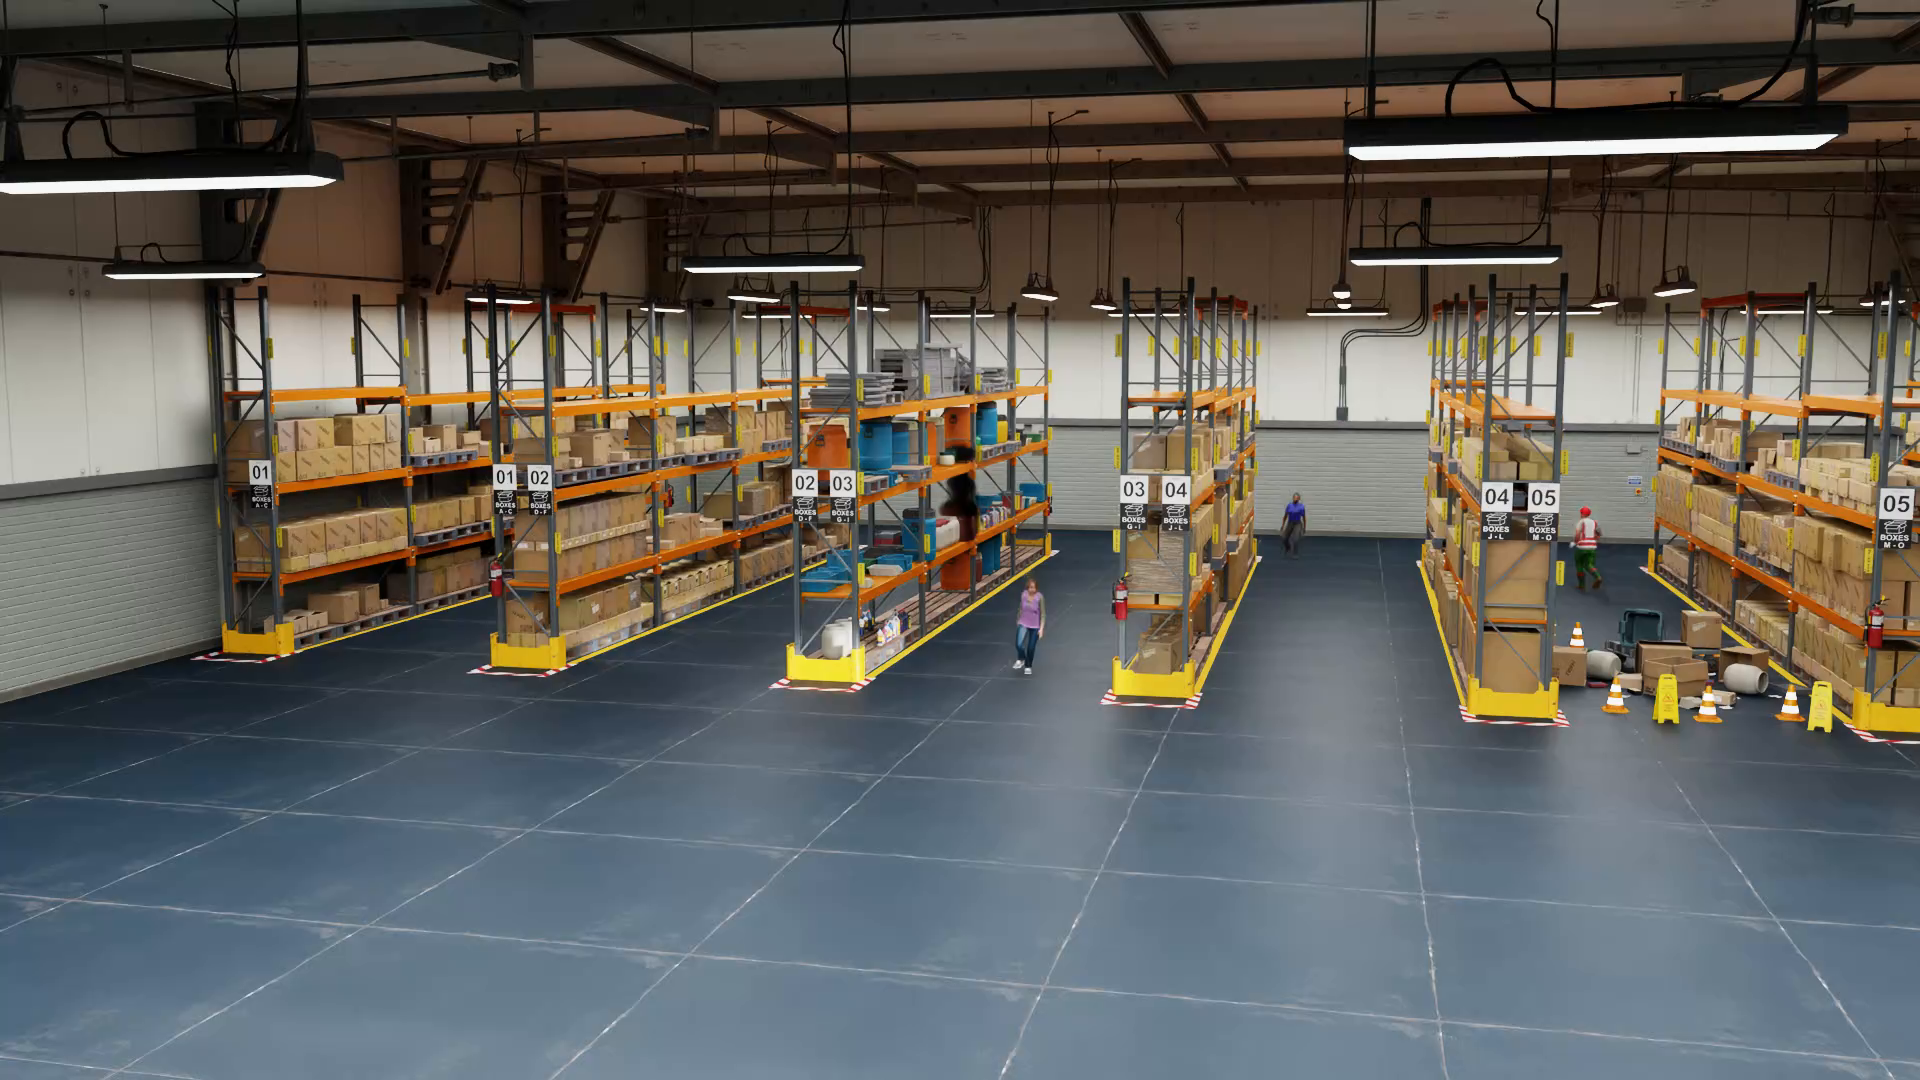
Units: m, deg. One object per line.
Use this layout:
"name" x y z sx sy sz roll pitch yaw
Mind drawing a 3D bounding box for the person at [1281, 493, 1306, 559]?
"person" 7.972 -0.342 39.681 0.680 1.578 0.610 3 7 26

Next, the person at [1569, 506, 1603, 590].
"person" 13.044 0.188 34.464 0.659 1.738 0.822 -1 7 -9

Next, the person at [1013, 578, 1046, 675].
"person" 1.067 1.325 25.437 0.545 1.534 0.547 1 7 12
